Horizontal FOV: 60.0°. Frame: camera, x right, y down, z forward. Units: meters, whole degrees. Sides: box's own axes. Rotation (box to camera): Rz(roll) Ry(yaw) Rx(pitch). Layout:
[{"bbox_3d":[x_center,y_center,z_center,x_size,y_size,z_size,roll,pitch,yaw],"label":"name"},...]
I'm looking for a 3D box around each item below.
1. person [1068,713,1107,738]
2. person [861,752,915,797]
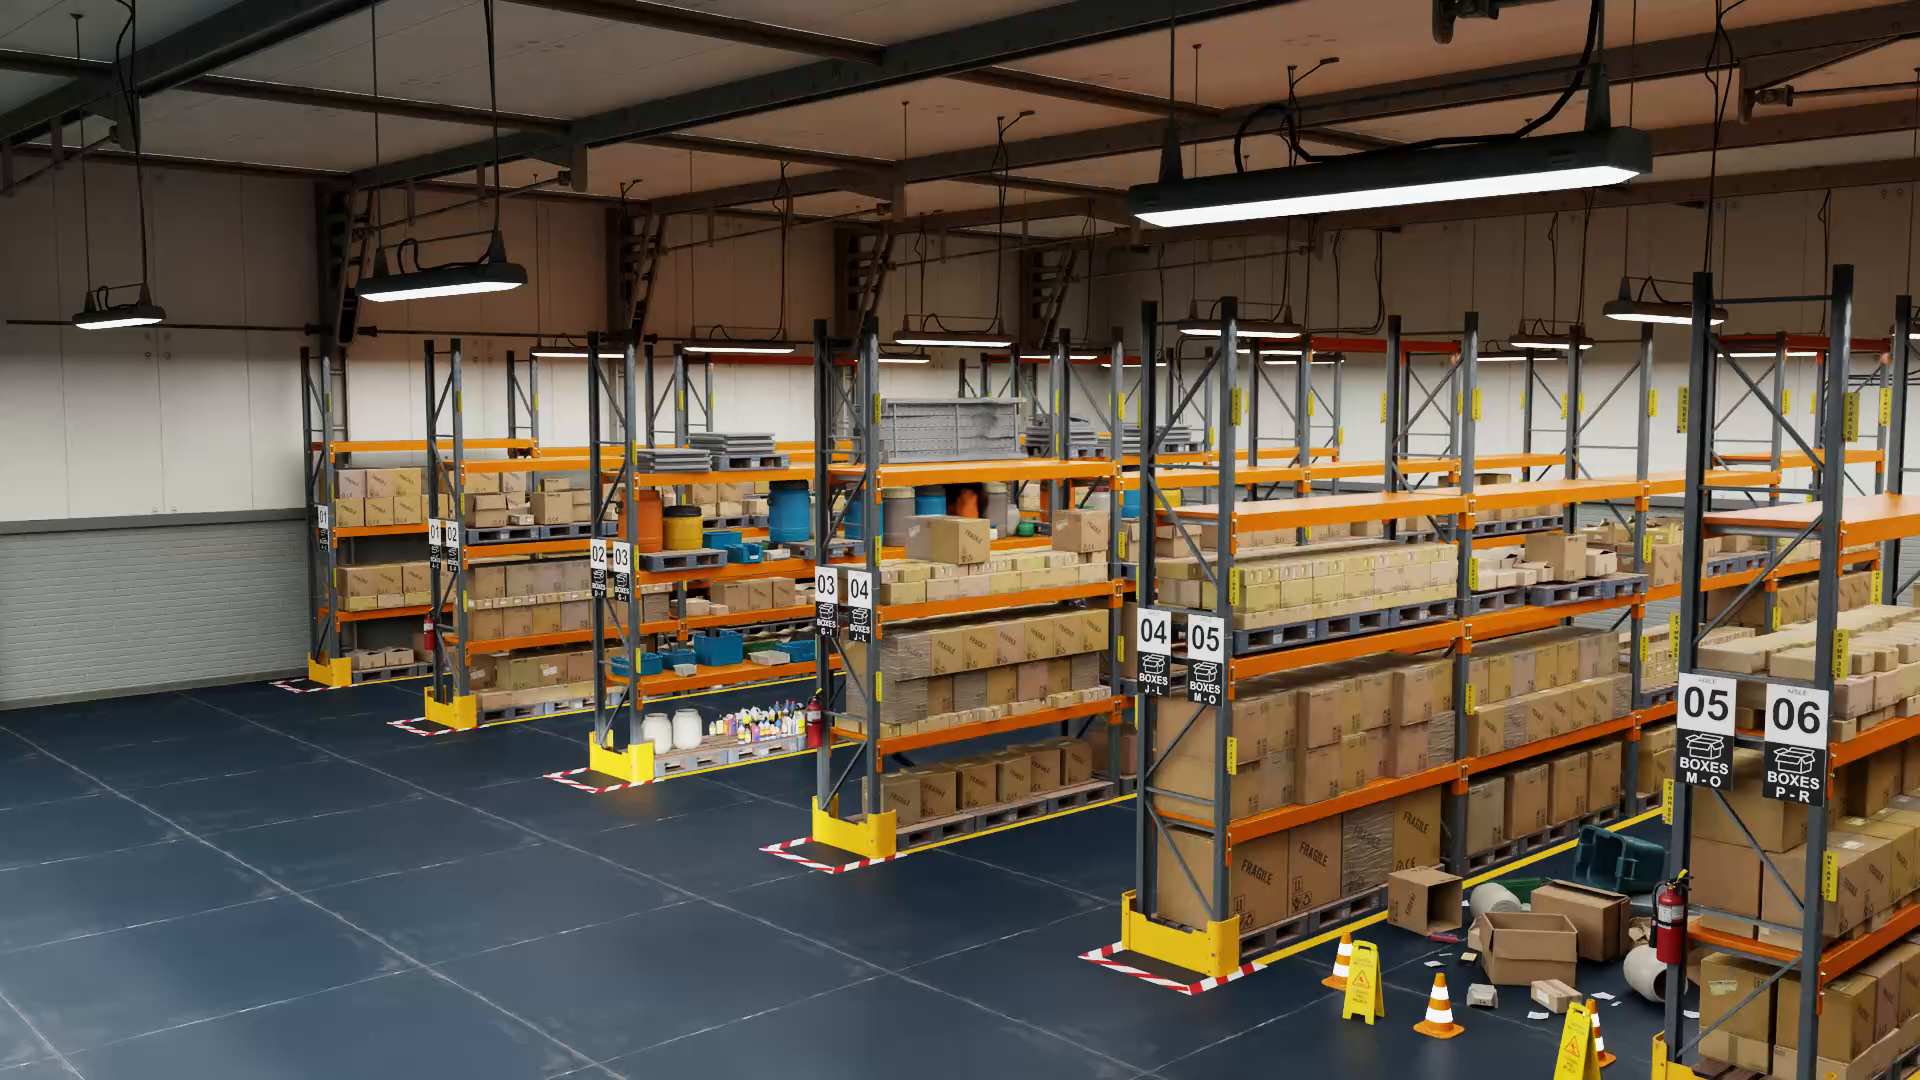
[{"bbox_3d":[1.824,2.174,23.892,0.643,1.833,0.848,5,7,44],"label":"person"},{"bbox_3d":[-0.921,2.462,21.419,0.531,1.594,0.883,5,7,43],"label":"person"}]
